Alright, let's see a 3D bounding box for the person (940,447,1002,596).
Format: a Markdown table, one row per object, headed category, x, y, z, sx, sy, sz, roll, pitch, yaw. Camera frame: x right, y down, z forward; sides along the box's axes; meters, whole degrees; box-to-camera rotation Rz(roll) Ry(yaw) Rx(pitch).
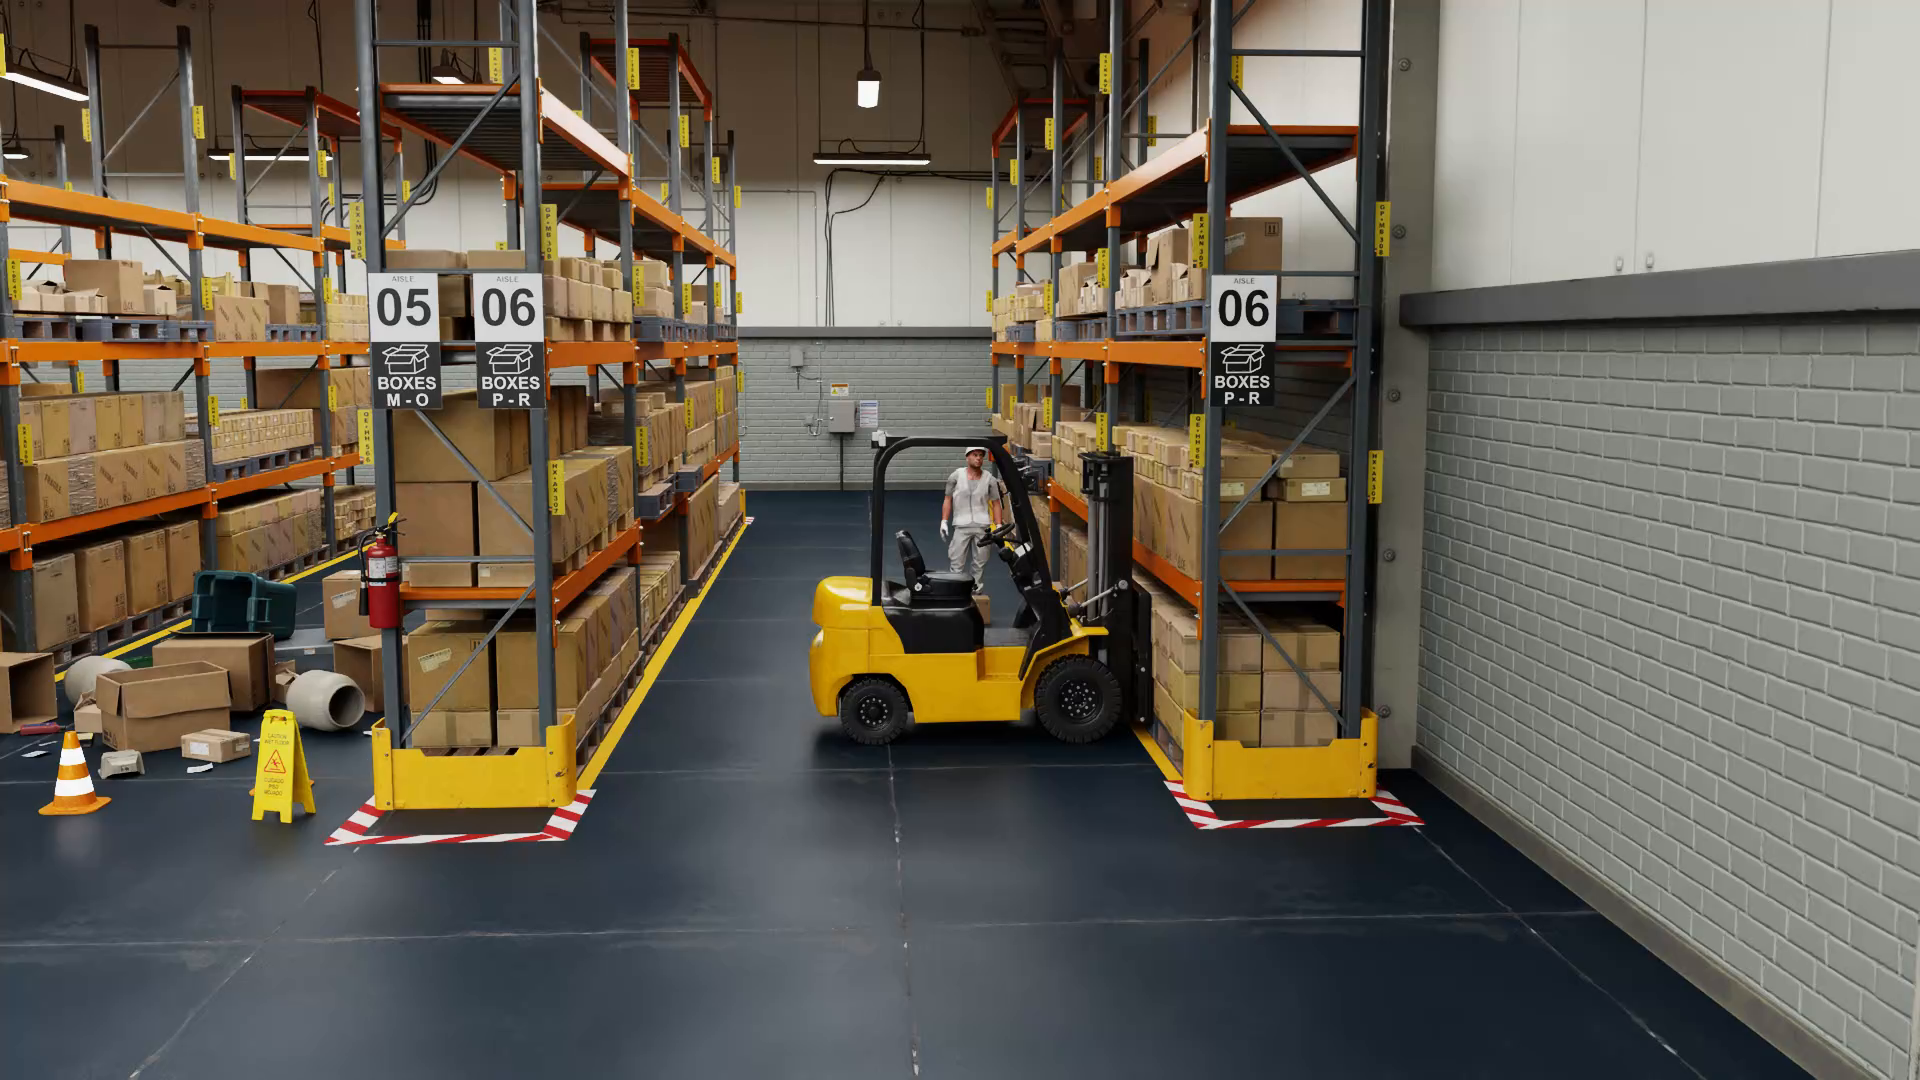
| category | x | y | z | sx | sy | sz | roll | pitch | yaw |
| --- | --- | --- | --- | --- | --- | --- | --- | --- | --- |
| person | 0.118 | -0.093 | 16.841 | 0.637 | 1.787 | 0.565 | 0 | 7 | -4 |
